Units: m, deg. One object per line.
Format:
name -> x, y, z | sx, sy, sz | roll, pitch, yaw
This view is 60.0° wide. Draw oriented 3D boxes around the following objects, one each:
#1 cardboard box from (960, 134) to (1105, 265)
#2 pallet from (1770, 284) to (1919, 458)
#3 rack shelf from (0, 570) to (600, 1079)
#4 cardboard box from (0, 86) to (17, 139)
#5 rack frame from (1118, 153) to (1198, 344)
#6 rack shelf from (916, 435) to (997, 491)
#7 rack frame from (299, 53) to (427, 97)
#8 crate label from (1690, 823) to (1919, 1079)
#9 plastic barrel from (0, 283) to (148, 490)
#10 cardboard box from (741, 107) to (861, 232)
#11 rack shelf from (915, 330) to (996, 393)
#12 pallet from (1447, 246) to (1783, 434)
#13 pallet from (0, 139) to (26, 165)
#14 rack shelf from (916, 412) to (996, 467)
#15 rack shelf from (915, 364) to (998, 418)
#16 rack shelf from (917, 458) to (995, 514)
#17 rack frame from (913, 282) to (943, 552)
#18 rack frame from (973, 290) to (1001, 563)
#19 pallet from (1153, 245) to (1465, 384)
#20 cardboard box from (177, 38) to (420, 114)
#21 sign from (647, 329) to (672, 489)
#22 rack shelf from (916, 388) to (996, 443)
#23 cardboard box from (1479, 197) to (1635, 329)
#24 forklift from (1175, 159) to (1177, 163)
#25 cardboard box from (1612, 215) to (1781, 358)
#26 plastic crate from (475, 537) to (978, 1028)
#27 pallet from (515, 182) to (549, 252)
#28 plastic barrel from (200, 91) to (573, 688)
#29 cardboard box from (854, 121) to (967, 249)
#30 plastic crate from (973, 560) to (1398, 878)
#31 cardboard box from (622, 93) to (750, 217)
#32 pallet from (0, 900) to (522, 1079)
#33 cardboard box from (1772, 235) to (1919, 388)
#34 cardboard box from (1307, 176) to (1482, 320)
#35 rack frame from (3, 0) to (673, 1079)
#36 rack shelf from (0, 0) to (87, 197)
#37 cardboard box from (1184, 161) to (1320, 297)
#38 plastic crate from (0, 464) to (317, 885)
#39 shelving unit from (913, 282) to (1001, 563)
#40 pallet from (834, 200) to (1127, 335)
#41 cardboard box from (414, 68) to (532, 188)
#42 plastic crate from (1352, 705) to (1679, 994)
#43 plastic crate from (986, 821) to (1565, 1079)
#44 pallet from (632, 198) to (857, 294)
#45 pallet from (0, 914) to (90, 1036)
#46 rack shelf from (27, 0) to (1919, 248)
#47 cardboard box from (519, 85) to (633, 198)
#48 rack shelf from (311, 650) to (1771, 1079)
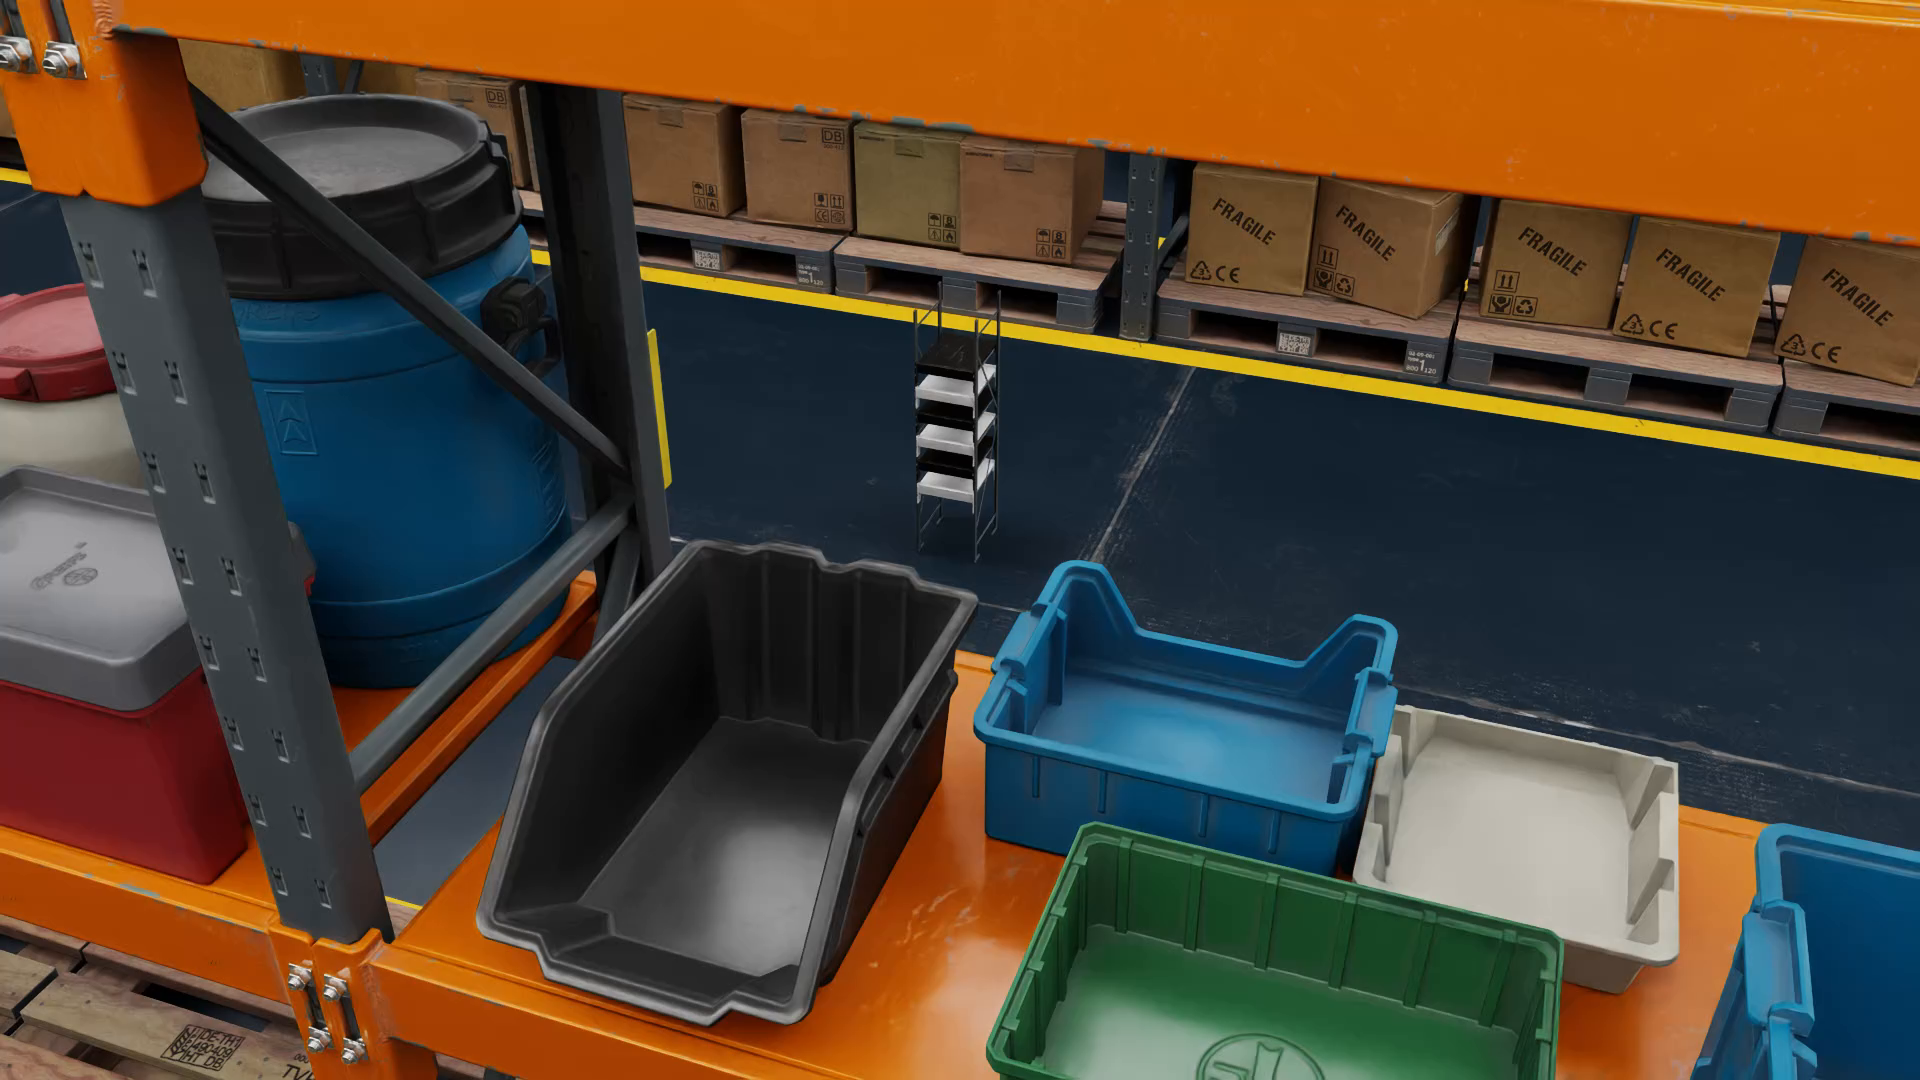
cardboard box -> 0.331, -1.615, 7.385 | 0.500, 0.500, 0.700 | 8, 34, 13
pallet -> 3.843, -0.634, 6.537 | 1.213, 0.211, 1.003 | 11, 34, 16
rack shelf -> -2.652, 0.108, 3.480 | 4.000, 0.370, 1.077 | 11, 34, 16
cardboard box -> -4.343, -2.677, 8.702 | 0.875, 0.875, 1.225 | 11, 34, 17
rack frame -> 0.902, -2.357, 6.635 | 0.127, 3.000, 1.000 | 11, 34, 16
rack shelf -> -0.008, -0.276, 5.575 | 0.200, 0.077, 0.258 | 11, 34, 16
rack frame -> -2.864, -3.089, 7.769 | 0.127, 3.000, 1.000 | 11, 34, 16
crate label -> 1.172, 0.691, 1.882 | 0.616, 0.435, 0.502 | 11, 34, 16
plastic barrel -> -1.596, -0.172, 3.126 | 0.433, 0.535, 0.433 | 0, 33, 0
cardboard box -> -0.638, -1.814, 7.693 | 0.500, 0.500, 0.700 | 8, 34, 12
rack shelf -> -0.008, -0.578, 5.380 | 0.200, 0.077, 0.258 | 11, 34, 16
pallet -> 2.698, -0.858, 6.884 | 1.213, 0.211, 1.003 | 11, 34, 16
pallet -> -4.725, -2.324, 9.155 | 1.213, 0.211, 1.003 | 11, 34, 16
rack shelf -> -0.008, -0.352, 5.526 | 0.200, 0.077, 0.258 | 11, 34, 16
rack shelf -> -0.008, -0.503, 5.429 | 0.200, 0.077, 0.258 | 11, 34, 16
rack shelf -> -0.008, -0.200, 5.624 | 0.200, 0.077, 0.258 | 11, 34, 16
rack frame -> -0.103, -0.398, 5.537 | 0.006, 0.900, 0.240 | 11, 34, 16
rack frame -> 0.088, -0.361, 5.479 | 0.006, 0.900, 0.240 | 11, 34, 16
pallet -> 1.546, -1.080, 7.229 | 1.213, 0.211, 1.003 | 11, 34, 16
cardboard box -> -3.506, -2.510, 8.443 | 0.875, 0.875, 1.225 | 9, 34, 14
sign -> -0.573, -0.223, 3.075 | 0.005, 0.325, 0.100 | 11, 34, 16
rack shelf -> -0.008, -0.427, 5.477 | 0.200, 0.077, 0.258 | 11, 34, 16
cardboard box -> 2.418, -1.215, 6.784 | 0.500, 0.500, 0.500 | 8, 34, 12
forklift -> 1.444, -3.915, 9.112 | 1.130, 2.935, 3.031 | -5, 33, -8
cardboard box -> 2.928, -1.090, 6.590 | 0.500, 0.500, 0.500 | 14, 35, 21
plastic crate -> -0.319, 0.359, 2.486 | 0.504, 0.338, 0.767 | 11, 34, 16
pallet -> -2.129, -1.774, 8.302 | 1.213, 0.211, 1.003 | 11, 34, 16
plastic barrel -> -1.031, -0.264, 2.931 | 0.708, 0.901, 0.600 | 11, 34, 16
cardboard box -> -0.112, -1.712, 7.535 | 0.500, 0.500, 0.700 | 11, 34, 16
plastic crate -> 0.364, 0.299, 2.659 | 0.616, 0.251, 0.499 | 11, 34, 16
cardboard box -> -1.164, -1.916, 7.851 | 0.500, 0.500, 0.700 | 14, 35, 20
pallet -> -1.522, 1.220, 3.666 | 1.213, 0.211, 1.003 | 11, 34, 16
cardboard box -> 3.511, -0.966, 6.398 | 0.500, 0.500, 0.500 | 21, 38, 29
cardboard box -> 1.807, -1.289, 6.898 | 0.500, 0.500, 0.500 | 23, 39, 31
rack frame -> -0.769, 0.172, 2.718 | 0.127, 3.000, 1.000 | 11, 34, 16
rack shelf -> -2.652, -1.152, 2.666 | 4.000, 0.370, 1.077 | 11, 34, 16
cardboard box -> 1.265, -1.389, 7.054 | 0.500, 0.500, 0.500 | 10, 34, 15
plastic crate -> -1.328, 0.213, 2.596 | 0.583, 0.464, 0.402 | 11, 34, 16
shelving unit -> -0.008, -0.380, 5.508 | 0.210, 0.900, 0.258 | 11, 34, 16
pallet -> 0.168, -1.327, 7.611 | 1.213, 0.211, 1.003 | 11, 34, 16
cardboard box -> -2.226, -2.111, 8.153 | 0.500, 0.500, 0.700 | 9, 34, 14
plastic crate -> 0.845, 0.451, 2.529 | 0.437, 0.136, 0.530 | 11, 34, 16
plastic crate -> 0.413, 0.654, 2.167 | 0.662, 0.188, 0.450 | 11, 34, 16
pallet -> -0.984, -1.549, 7.955 | 1.213, 0.211, 1.003 | 11, 34, 16
pallet -> -2.674, 0.997, 4.010 | 1.213, 0.211, 1.003 | 11, 34, 16
rack shelf -> 1.114, -0.420, 1.532 | 4.000, 0.370, 1.077 | 11, 34, 16
cardboard box -> -1.700, -2.016, 8.006 | 0.500, 0.500, 0.700 | 8, 34, 12
rack shelf -> 1.114, 0.840, 2.346 | 4.000, 0.370, 1.077 | 11, 34, 16
